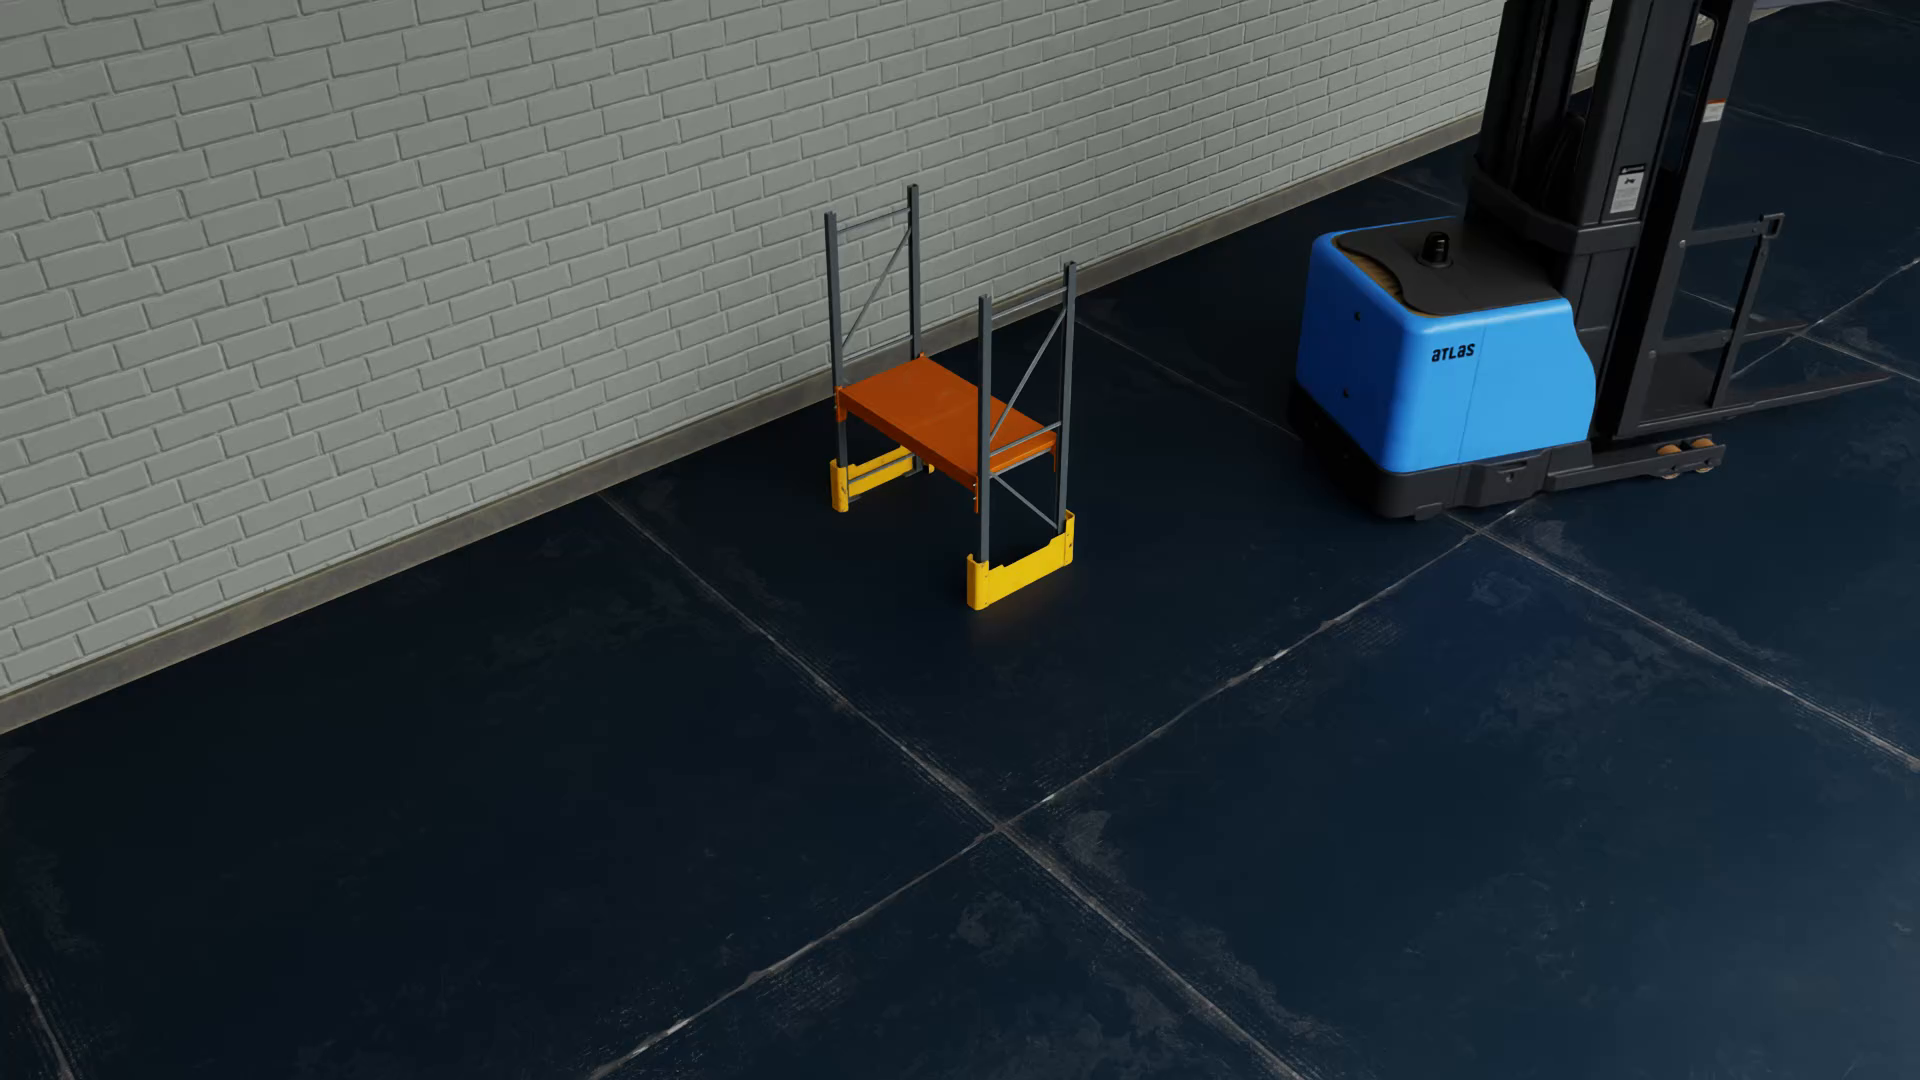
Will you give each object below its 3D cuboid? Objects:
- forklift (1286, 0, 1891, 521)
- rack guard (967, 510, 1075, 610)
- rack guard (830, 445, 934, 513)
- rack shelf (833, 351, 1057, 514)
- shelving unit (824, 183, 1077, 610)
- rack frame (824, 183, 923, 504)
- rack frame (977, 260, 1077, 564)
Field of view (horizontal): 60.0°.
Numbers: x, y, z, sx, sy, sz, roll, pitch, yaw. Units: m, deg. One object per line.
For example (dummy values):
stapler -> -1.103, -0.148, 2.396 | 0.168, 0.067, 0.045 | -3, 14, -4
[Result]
forklift -> 3.246, -1.776, 7.721 | 3.031, 2.935, 1.130 | -10, 37, -14
rack guard -> 0.272, 0.084, 7.415 | 0.587, 0.250, 0.087 | -26, 43, -32
rack guard -> -0.371, -0.356, 8.036 | 0.587, 0.250, 0.087 | -26, 43, -32
rack shelf -> -0.055, -0.503, 7.474 | 0.538, 0.185, 1.000 | -26, 43, -32
shelving unit -> -0.049, -0.646, 7.364 | 0.587, 1.500, 1.083 | -26, 43, -32
rack frame -> -0.383, -0.874, 7.687 | 0.500, 1.500, 0.032 | -26, 43, -32
rack frame -> 0.273, -0.425, 7.053 | 0.500, 1.500, 0.032 | -26, 43, -32
